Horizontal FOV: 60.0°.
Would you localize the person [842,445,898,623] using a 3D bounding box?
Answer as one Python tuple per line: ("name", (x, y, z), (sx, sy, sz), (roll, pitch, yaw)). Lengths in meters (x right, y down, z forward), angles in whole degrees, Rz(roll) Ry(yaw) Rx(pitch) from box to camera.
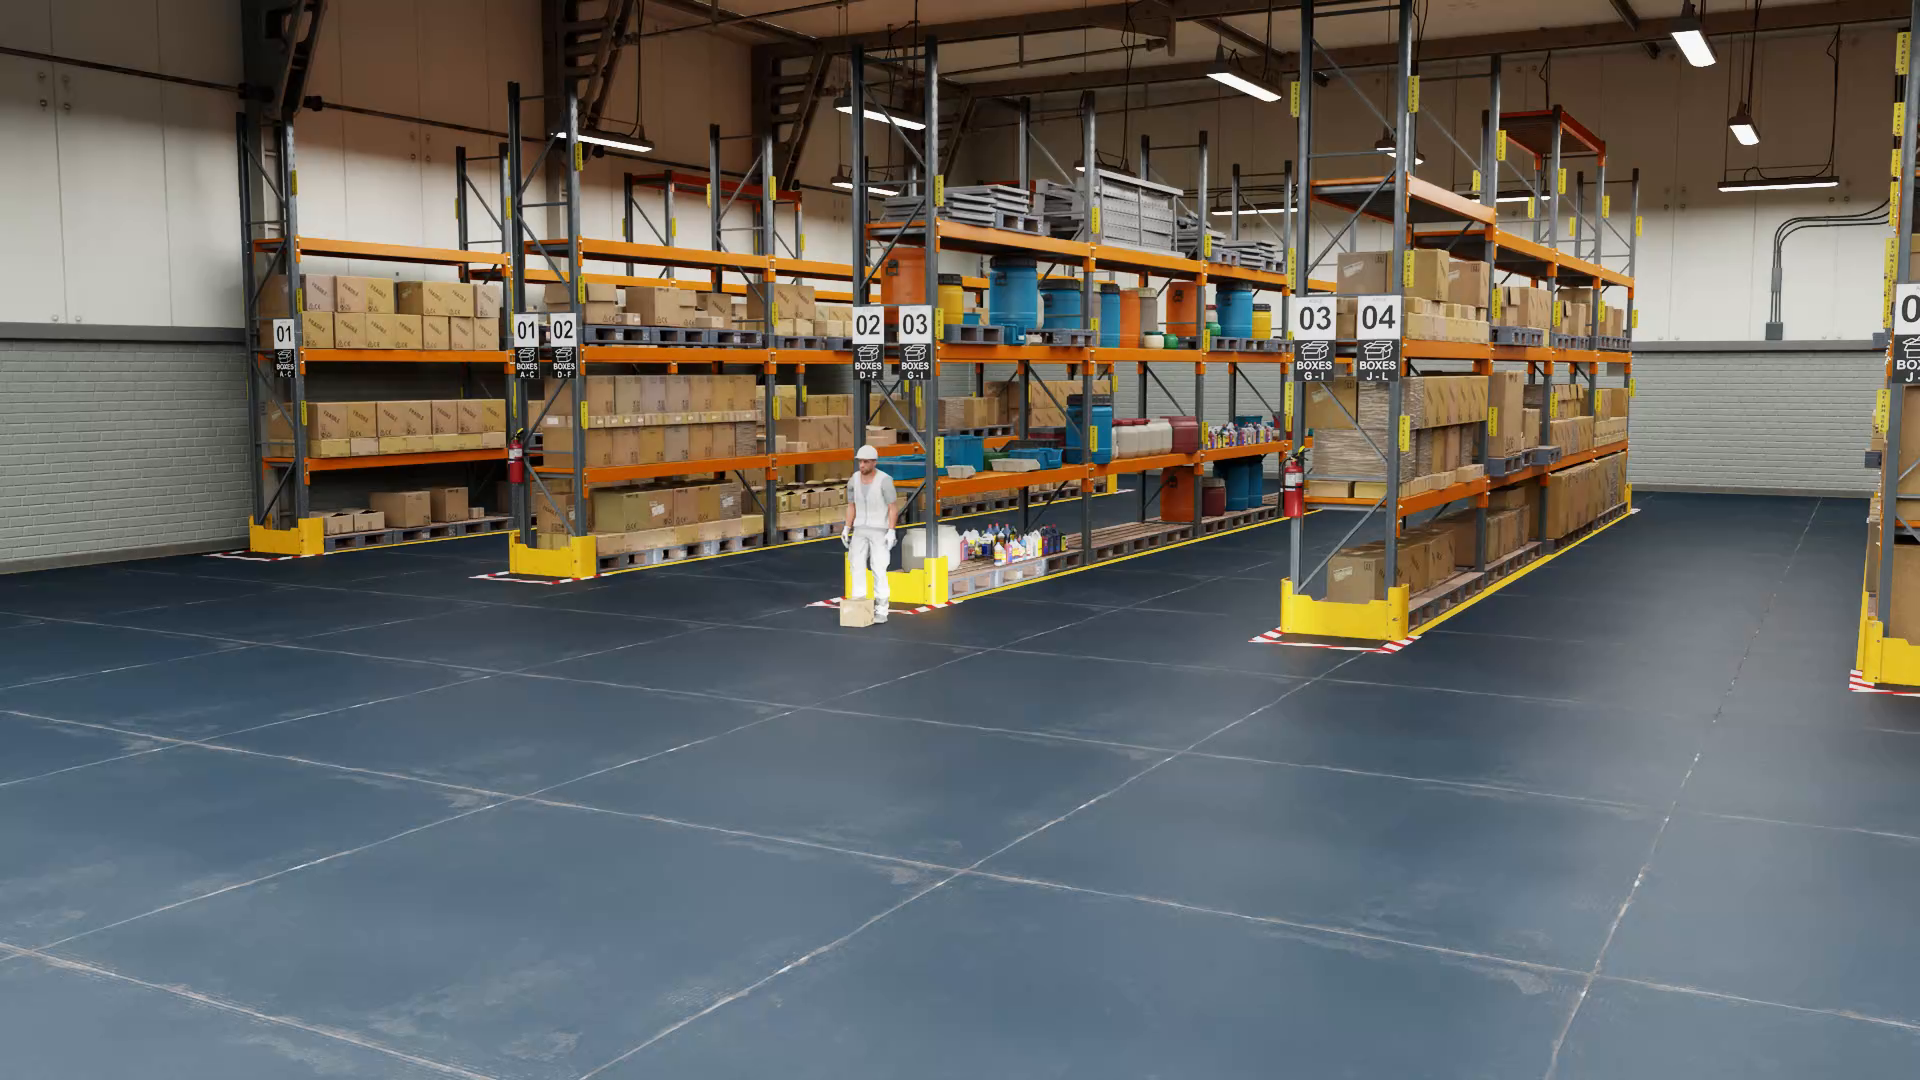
("person", (-0.908, -0.063, 16.616), (0.611, 1.779, 0.455), (3, 7, 28))
